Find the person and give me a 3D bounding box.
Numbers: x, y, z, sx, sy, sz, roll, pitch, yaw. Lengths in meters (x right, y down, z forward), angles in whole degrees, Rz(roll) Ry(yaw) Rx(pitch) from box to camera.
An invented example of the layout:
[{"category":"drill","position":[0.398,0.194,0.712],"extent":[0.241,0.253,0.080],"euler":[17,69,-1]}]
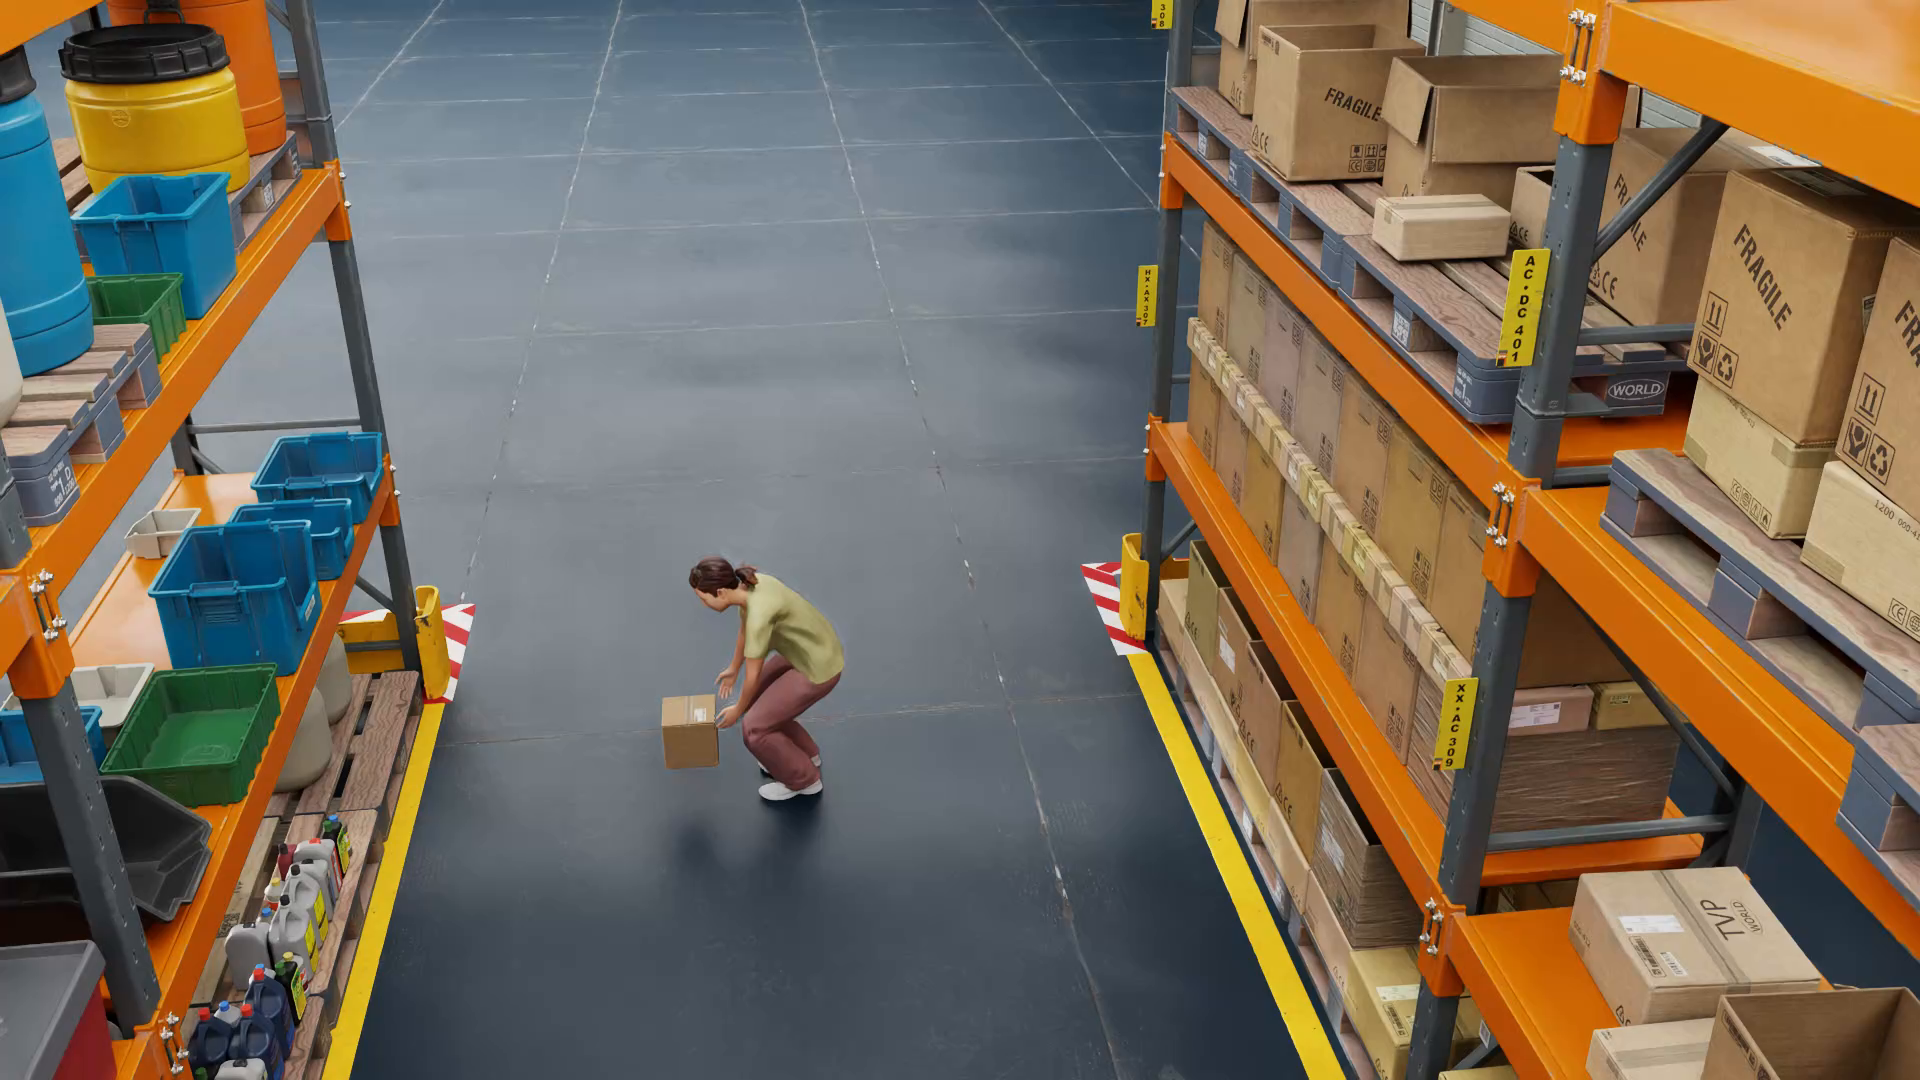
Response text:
[{"category":"person","position":[-0.887,0.632,7.832],"extent":[0.693,1.278,0.512],"euler":[-4,27,-7]}]
